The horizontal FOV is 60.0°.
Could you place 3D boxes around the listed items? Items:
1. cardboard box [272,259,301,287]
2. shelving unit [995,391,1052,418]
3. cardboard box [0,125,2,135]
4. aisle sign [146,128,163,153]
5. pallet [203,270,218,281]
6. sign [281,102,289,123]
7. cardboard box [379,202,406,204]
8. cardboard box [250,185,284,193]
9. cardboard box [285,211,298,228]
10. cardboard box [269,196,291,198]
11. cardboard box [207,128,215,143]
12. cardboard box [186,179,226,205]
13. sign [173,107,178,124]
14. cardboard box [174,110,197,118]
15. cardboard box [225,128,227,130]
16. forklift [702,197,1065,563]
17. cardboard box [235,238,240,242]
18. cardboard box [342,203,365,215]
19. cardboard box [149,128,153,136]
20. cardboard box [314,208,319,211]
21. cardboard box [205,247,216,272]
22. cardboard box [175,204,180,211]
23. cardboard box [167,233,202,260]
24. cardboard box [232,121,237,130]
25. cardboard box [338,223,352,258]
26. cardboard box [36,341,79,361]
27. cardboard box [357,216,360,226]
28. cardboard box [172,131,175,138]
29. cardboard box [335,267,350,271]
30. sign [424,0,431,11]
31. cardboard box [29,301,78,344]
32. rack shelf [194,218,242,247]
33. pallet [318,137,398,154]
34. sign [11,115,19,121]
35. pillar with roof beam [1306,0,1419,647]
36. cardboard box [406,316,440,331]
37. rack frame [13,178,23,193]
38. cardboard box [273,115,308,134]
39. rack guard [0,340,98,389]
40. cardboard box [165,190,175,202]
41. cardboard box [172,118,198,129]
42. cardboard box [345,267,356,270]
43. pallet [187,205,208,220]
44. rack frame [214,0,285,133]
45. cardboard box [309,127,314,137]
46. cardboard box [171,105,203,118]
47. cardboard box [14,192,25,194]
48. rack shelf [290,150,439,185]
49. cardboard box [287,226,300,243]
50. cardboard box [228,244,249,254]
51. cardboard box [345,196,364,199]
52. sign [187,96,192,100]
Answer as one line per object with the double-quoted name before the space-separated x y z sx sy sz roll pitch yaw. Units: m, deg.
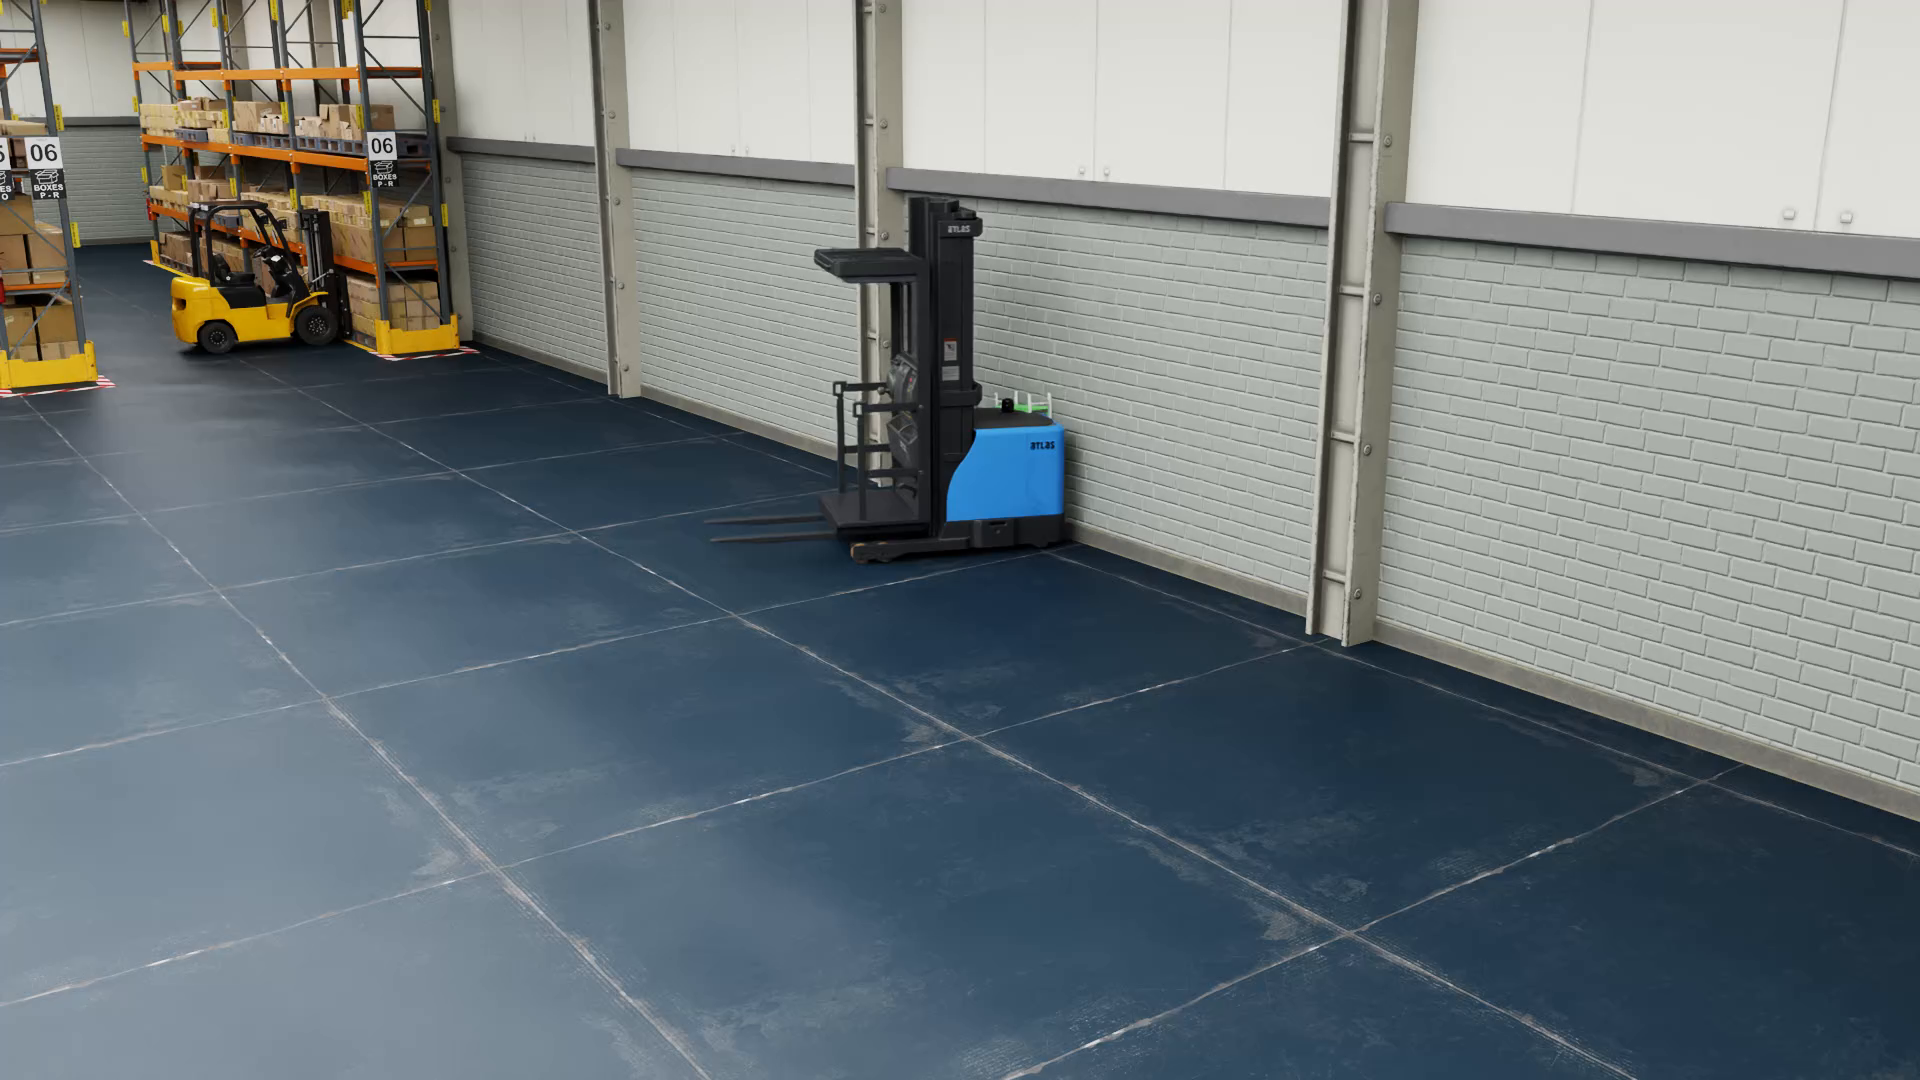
"cardboard box" -11.712 -4.657 29.612 0.875 0.625 0.625 -12 19 -37
"shelving unit" 0.573 -0.704 14.743 0.258 1.200 0.503 -8 11 -34
"cardboard box" -12.721 -5.335 21.670 0.380 0.149 0.250 -10 18 -34
"aisle sign" -17.836 -8.948 36.663 0.394 0.787 0.004 -11 19 -35
"pallet" -14.697 -5.358 33.754 1.003 0.211 1.213 -11 19 -35
"sign" -10.935 -6.925 26.937 0.100 0.325 0.005 -11 19 -35
"cardboard box" -8.777 -5.141 25.696 0.380 0.149 0.250 -10 18 -33
"cardboard box" -13.030 -6.402 31.300 0.500 0.500 0.500 -10 18 -32
"cardboard box" -10.998 -5.397 27.950 0.500 0.250 0.500 -11 19 -36
"cardboard box" -11.906 -5.950 29.215 0.380 0.149 0.250 -11 19 -35
"cardboard box" -13.943 -7.677 31.547 0.500 0.250 0.500 -11 19 -35
"cardboard box" -15.103 -6.984 33.426 0.700 0.500 0.500 -10 18 -33
"sign" -15.640 -8.482 33.221 0.100 0.325 0.005 -11 19 -35
"cardboard box" -15.385 -8.459 33.047 0.380 0.149 0.250 -10 18 -33
"cardboard box" -13.394 -7.681 30.803 0.380 0.149 0.250 -11 19 -36
"forklift" -0.671 -1.372 14.038 3.031 2.935 1.130 -4 16 -13
"cardboard box" -14.448 -6.041 33.677 0.380 0.149 0.250 -11 19 -34
"cardboard box" -9.206 -5.060 25.399 0.380 0.149 0.250 -10 18 -33
"cardboard box" -17.183 -8.768 35.724 0.380 0.149 0.250 -10 18 -33
"cardboard box" -10.113 -5.245 26.638 0.380 0.149 0.250 -10 18 -33
"cardboard box" -14.783 -5.618 33.359 0.500 0.500 0.500 -11 19 -35
"cardboard box" -16.246 -6.993 34.921 0.380 0.149 0.250 -11 19 -35
"cardboard box" -16.804 -6.388 36.175 0.700 0.500 0.500 -10 18 -32
"cardboard box" -12.895 -7.480 30.000 0.380 0.166 0.250 -11 19 -35
"cardboard box" -9.251 -4.643 25.668 0.500 0.500 0.500 -11 19 -36
"cardboard box" -12.414 -2.629 22.913 0.500 0.250 0.500 -11 19 -35
"cardboard box" -8.858 -4.815 25.069 0.380 0.149 0.250 -10 18 -34
"cardboard box" -15.949 -8.339 34.157 0.380 0.149 0.250 -10 18 -33
"cardboard box" -10.179 -4.259 26.973 0.500 0.250 0.500 -11 19 -34
"sign" -7.698 -7.814 24.011 0.100 0.325 0.005 -11 19 -35
"cardboard box" -12.428 -2.996 22.832 0.500 0.500 0.500 -12 19 -36
"rack shelf" -14.030 -6.097 32.534 1.077 0.370 4.000 -11 19 -35
"pallet" -9.267 -6.129 25.772 1.003 0.211 1.213 -11 19 -35
"sign" -14.081 -6.174 24.789 0.100 0.325 0.005 -11 19 -35
"pillar with roof beam" -0.729 -2.979 8.415 9.100 9.000 0.400 -11 19 -35
"cardboard box" -8.281 -3.320 25.439 0.500 0.250 0.500 -11 19 -34
"rack frame" -14.515 -4.392 24.940 1.000 3.000 0.127 -11 19 -35
"cardboard box" -11.125 -6.934 27.731 0.500 0.311 0.500 -12 19 -36
"rack guard" -12.208 -2.348 22.208 1.175 0.500 0.348 -11 19 -35
"cardboard box" -16.594 -7.337 35.420 0.500 0.250 0.500 -11 19 -36
"cardboard box" -15.692 -8.453 33.818 0.500 0.250 0.500 -11 19 -34
"cardboard box" -9.746 -4.341 27.272 0.500 0.250 0.500 -11 19 -35
"pallet" -14.824 -6.591 33.339 1.003 0.211 1.213 -11 19 -35
"rack frame" -12.854 -8.911 30.086 1.000 3.000 0.127 -11 19 -35
"cardboard box" -10.032 -6.432 26.204 0.380 0.149 0.250 -10 18 -33
"cardboard box" -15.698 -8.701 33.775 0.500 0.250 0.500 -11 19 -34
"cardboard box" -12.932 -4.396 22.308 0.700 0.500 0.500 -11 19 -34
"rack shelf" -9.326 -5.836 25.896 1.077 0.370 4.000 -11 19 -35
"cardboard box" -11.010 -5.158 28.022 0.500 0.250 0.500 -10 18 -33
"cardboard box" -13.920 -5.626 32.161 0.380 0.149 0.250 -11 19 -35
"cardboard box" -9.790 -5.532 27.124 0.380 0.149 0.250 -11 19 -35
"sign" -17.097 -9.681 36.906 0.100 0.325 0.005 -11 19 -35
